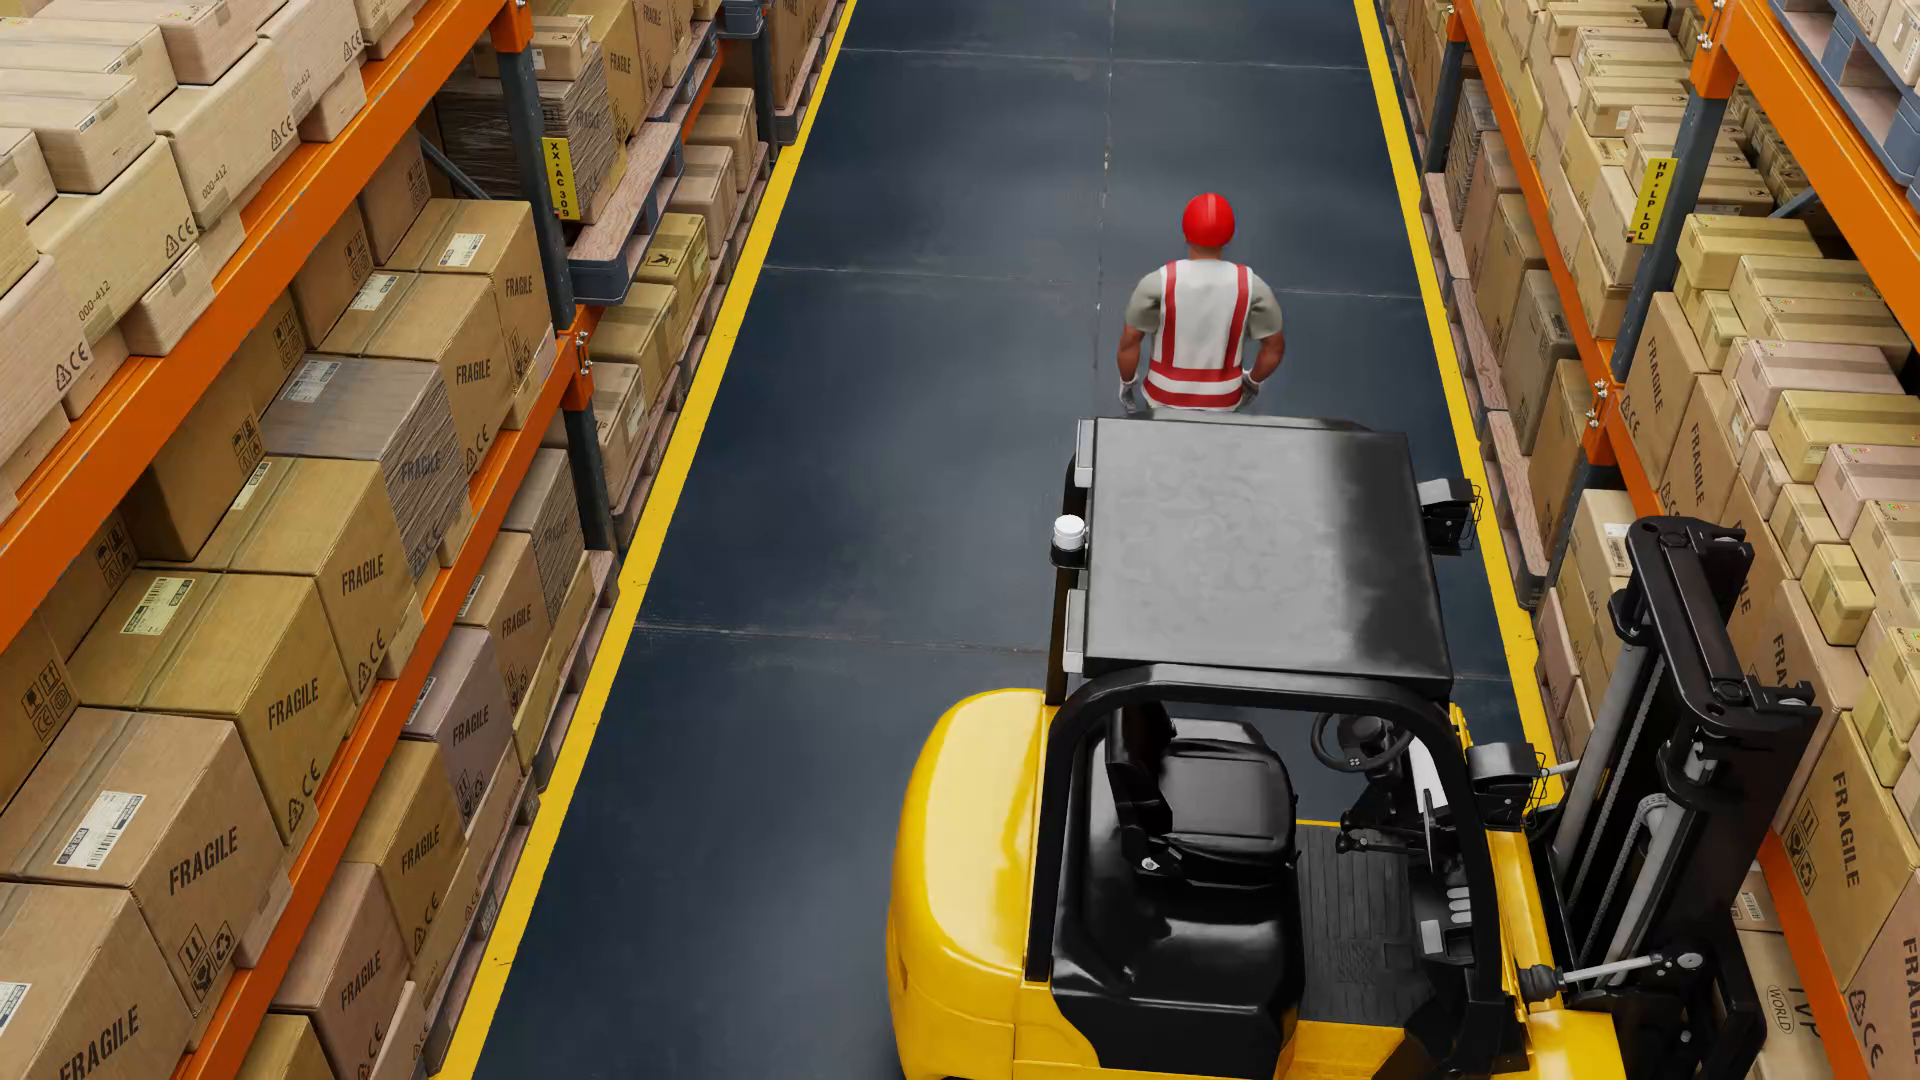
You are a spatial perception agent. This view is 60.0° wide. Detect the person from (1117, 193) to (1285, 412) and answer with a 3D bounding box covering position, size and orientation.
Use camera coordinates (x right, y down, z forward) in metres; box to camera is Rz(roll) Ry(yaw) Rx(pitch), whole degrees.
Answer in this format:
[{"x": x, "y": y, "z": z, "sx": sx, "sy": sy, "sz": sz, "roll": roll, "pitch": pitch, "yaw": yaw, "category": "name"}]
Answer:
[{"x": 0.976, "y": -0.586, "z": 6.866, "sx": 0.650, "sy": 1.757, "sz": 0.507, "roll": 2, "pitch": 40, "yaw": 3, "category": "person"}]
